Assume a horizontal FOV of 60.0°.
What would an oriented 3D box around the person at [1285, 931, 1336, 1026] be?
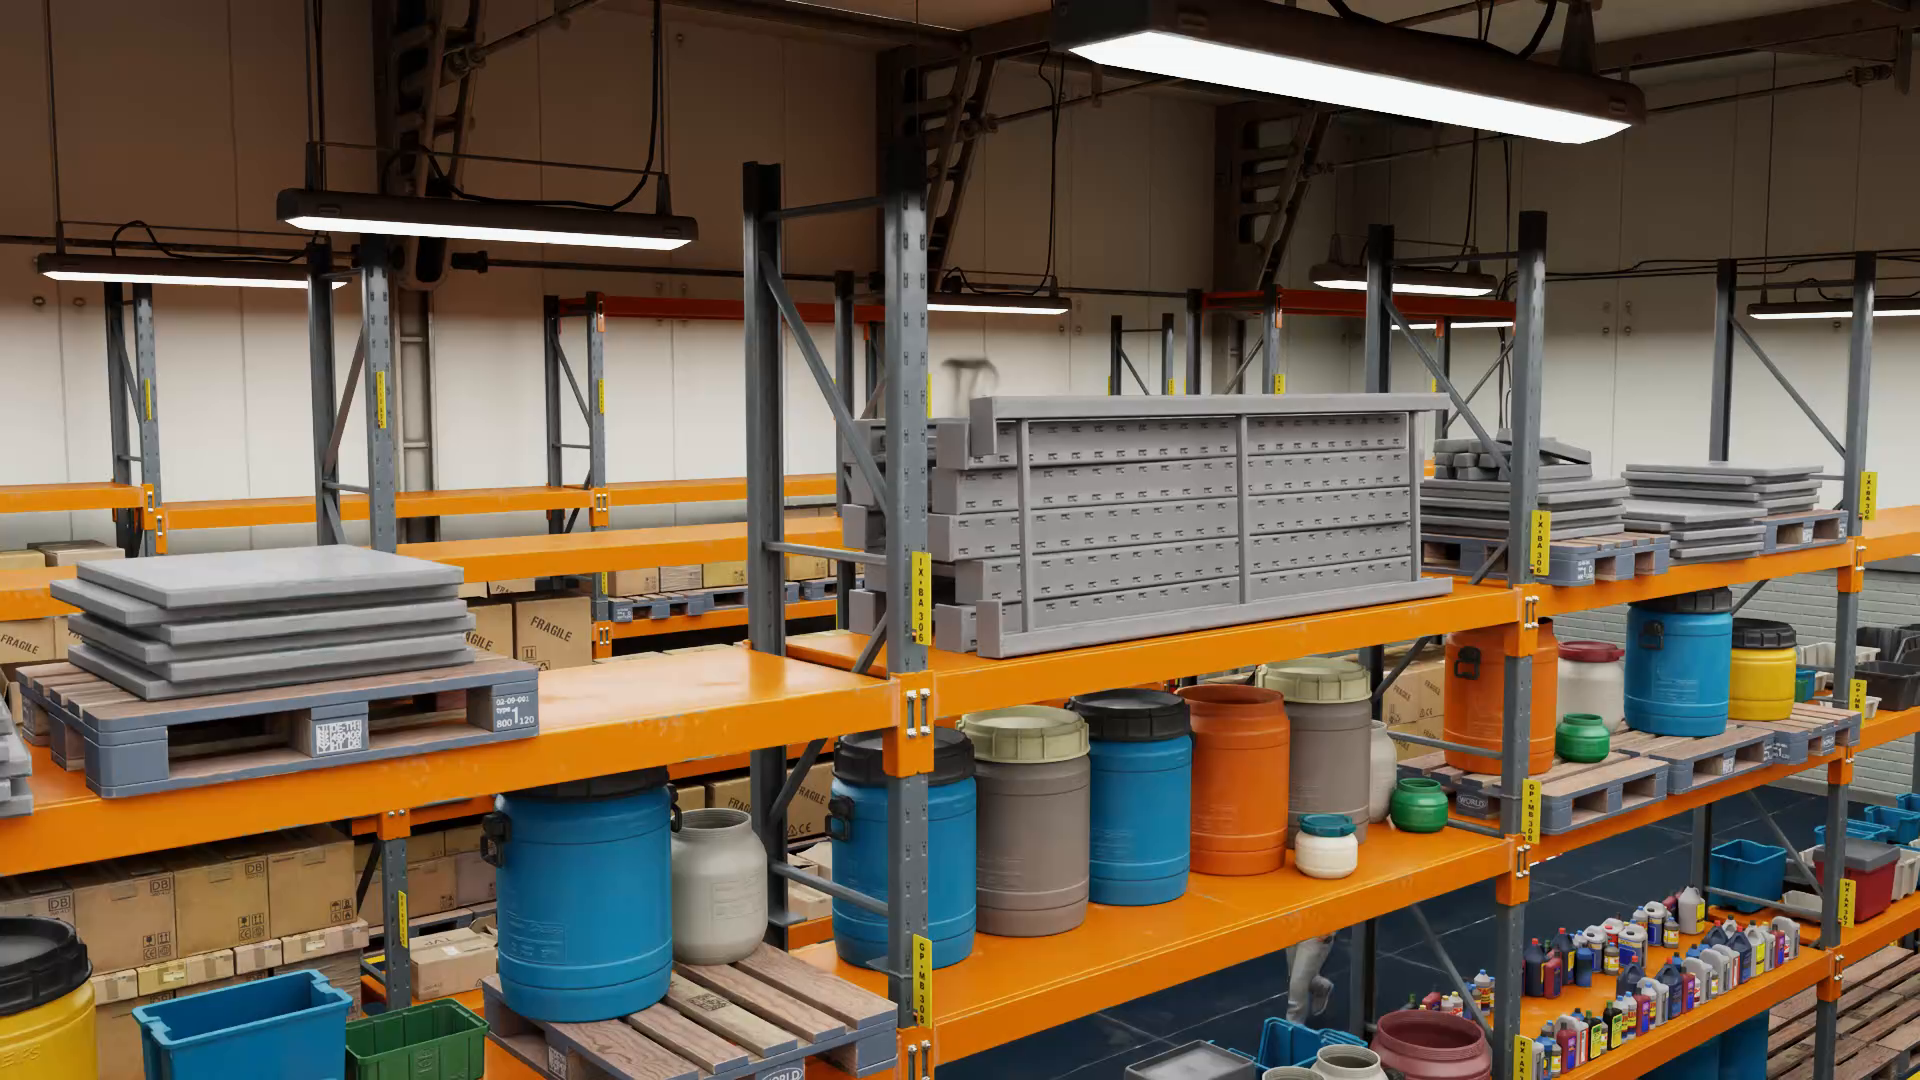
[{"bbox_3d":[2.732,3.102,12.968,0.906,1.671,0.615,-4,7,-38],"label":"person"}]
